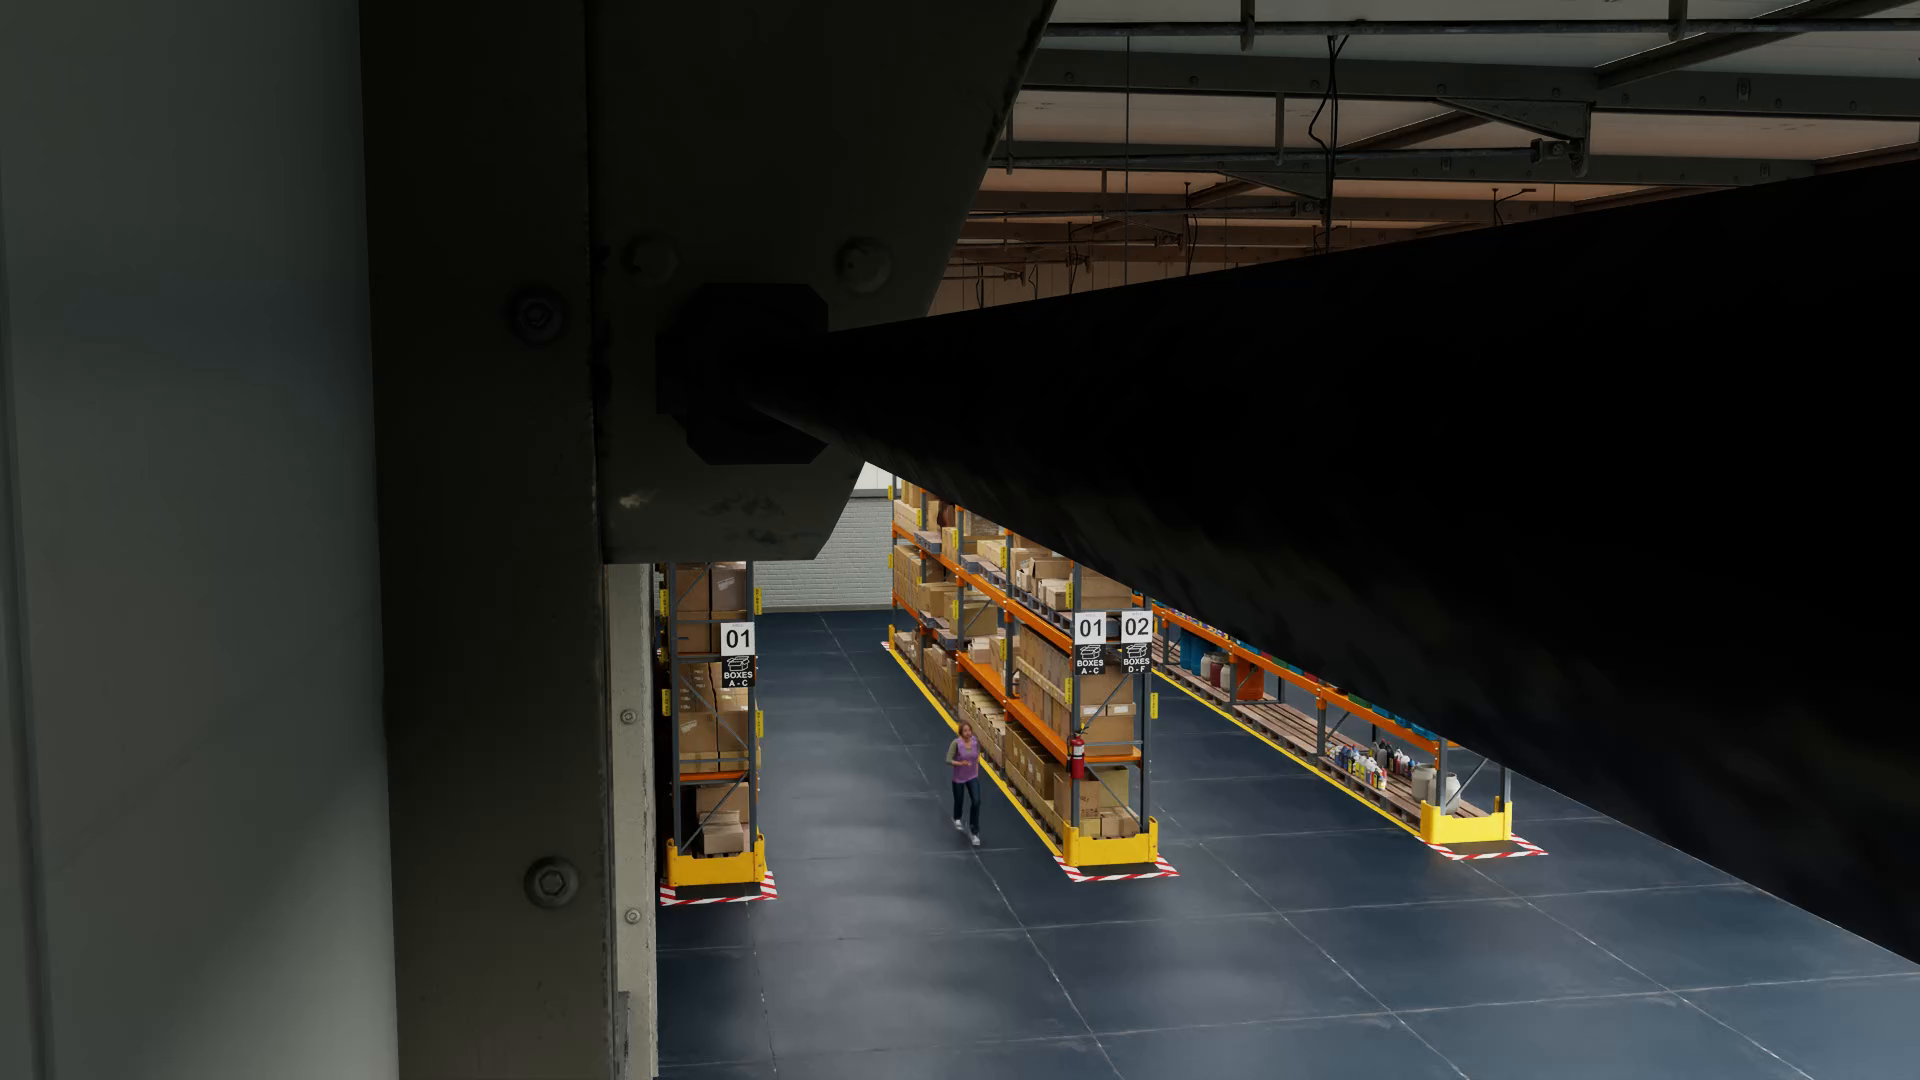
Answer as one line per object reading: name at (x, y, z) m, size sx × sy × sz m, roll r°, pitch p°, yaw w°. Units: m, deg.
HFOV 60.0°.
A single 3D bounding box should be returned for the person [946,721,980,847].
person at (0.034, 3.180, 21.968) m, size 0.512 × 1.638 × 0.807 m, roll -1°, pitch 6°, yaw -13°
